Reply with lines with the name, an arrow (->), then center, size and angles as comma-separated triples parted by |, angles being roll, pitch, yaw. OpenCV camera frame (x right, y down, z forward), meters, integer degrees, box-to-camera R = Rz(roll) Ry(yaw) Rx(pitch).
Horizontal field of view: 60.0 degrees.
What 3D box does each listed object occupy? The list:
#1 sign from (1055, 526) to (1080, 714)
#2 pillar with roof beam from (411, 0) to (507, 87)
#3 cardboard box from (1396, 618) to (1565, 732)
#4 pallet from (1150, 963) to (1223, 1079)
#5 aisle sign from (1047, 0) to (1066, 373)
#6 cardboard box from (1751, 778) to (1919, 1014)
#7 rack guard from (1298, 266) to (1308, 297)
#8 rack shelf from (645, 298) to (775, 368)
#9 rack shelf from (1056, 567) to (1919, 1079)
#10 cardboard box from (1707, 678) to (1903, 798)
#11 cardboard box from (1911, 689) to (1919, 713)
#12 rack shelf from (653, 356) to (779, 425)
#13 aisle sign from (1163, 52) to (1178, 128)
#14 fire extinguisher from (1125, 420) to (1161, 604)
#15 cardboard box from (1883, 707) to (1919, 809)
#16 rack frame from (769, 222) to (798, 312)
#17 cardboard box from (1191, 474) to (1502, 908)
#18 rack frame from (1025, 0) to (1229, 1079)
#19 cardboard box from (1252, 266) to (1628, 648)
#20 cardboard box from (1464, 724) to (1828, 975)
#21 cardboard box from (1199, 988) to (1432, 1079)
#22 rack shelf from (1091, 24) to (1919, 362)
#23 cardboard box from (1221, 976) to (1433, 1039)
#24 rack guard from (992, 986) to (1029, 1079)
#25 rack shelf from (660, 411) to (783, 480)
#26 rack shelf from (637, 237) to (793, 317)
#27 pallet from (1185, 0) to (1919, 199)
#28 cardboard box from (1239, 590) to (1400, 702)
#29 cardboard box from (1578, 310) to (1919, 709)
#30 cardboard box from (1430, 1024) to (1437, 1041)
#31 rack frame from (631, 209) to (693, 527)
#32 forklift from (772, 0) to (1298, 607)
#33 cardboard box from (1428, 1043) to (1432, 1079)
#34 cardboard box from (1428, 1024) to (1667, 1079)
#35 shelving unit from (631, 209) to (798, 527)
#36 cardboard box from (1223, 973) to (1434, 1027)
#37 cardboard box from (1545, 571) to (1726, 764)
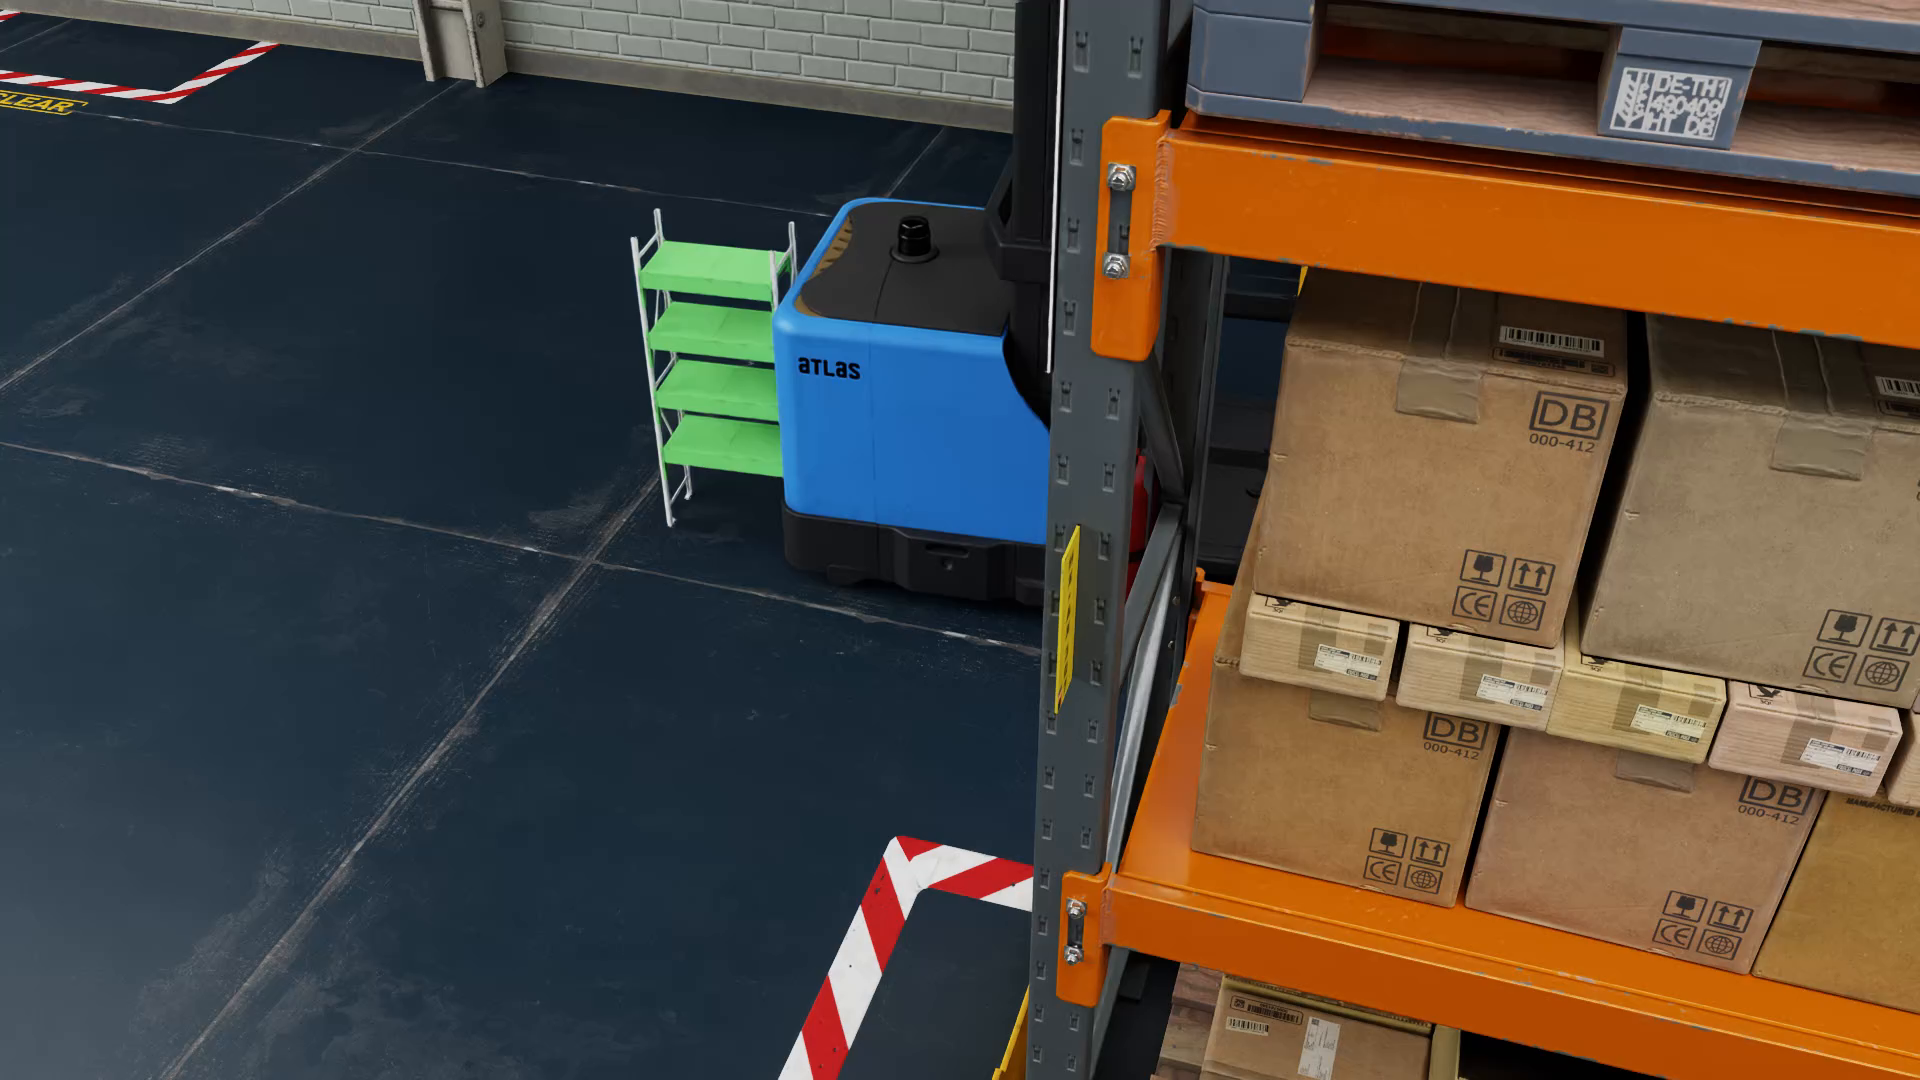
sign -> 0.176, 0.135, 2.739 | 0.005, 0.325, 0.100 | 10, 38, 14
pillar with roof beam -> -4.263, -4.008, 4.104 | 0.400, 9.000, 9.100 | 10, 38, 14
cardboard box -> 0.911, 0.137, 2.902 | 0.250, 0.149, 0.380 | 10, 37, 13
pallet -> 1.090, 1.437, 4.120 | 1.213, 0.211, 1.003 | 10, 38, 14
aisle sign -> 0.194, -0.683, 2.454 | 0.004, 0.787, 0.394 | 10, 38, 14
cardboard box -> 1.764, 0.433, 3.047 | 0.500, 0.500, 0.700 | 11, 38, 14
rack guard -> 1.894, -1.581, 7.976 | 0.348, 0.500, 1.175 | 10, 38, 14
rack shelf -> -0.840, -0.713, 5.909 | 0.480, 0.148, 0.258 | 7, 37, 10
rack shelf -> 2.257, 0.845, 3.178 | 4.000, 0.370, 1.077 | 10, 38, 14
cardboard box -> 1.389, 0.228, 2.778 | 0.250, 0.149, 0.380 | 10, 38, 13
cardboard box -> 1.825, -0.083, 2.653 | 0.500, 0.500, 0.700 | 11, 38, 14
rack shelf -> -0.840, -0.519, 6.051 | 0.480, 0.148, 0.258 | 7, 37, 10
aisle sign -> 0.372, -1.023, 2.916 | 0.004, 0.787, 0.394 | 10, 38, 14
fire extinguisher -> 0.373, -0.050, 3.853 | 0.183, 0.674, 0.296 | 10, 38, 14
cardboard box -> 1.644, 0.273, 2.716 | 0.250, 0.149, 0.380 | 9, 37, 12
rack frame -> -0.602, -0.540, 5.972 | 0.015, 1.200, 0.240 | 7, 37, 10
cardboard box -> 0.789, 0.252, 3.293 | 0.500, 0.500, 0.700 | 11, 38, 14
rack frame -> 0.348, 0.202, 3.445 | 0.127, 3.000, 1.000 | 10, 38, 14
cardboard box -> 0.840, -0.261, 2.896 | 0.500, 0.500, 0.700 | 11, 38, 14
cardboard box -> 1.292, 0.342, 3.171 | 0.500, 0.500, 0.700 | 11, 38, 15
cardboard box -> 0.793, 1.361, 3.836 | 0.500, 0.250, 0.500 | 10, 38, 14
rack shelf -> 2.257, -0.363, 2.289 | 4.000, 0.370, 1.077 | 10, 38, 14
cardboard box -> 0.948, 1.068, 4.234 | 0.500, 0.250, 0.500 | 10, 38, 14
rack guard -> 0.325, 1.205, 4.191 | 0.348, 0.500, 1.175 | 10, 38, 14
rack shelf -> -0.840, -0.326, 6.194 | 0.480, 0.148, 0.258 | 7, 37, 10
rack shelf -> -0.840, -0.906, 5.767 | 0.480, 0.148, 0.258 | 7, 37, 10
pallet -> 1.015, -0.831, 2.392 | 1.213, 0.211, 1.003 | 10, 38, 14
cardboard box -> 0.658, 0.092, 2.963 | 0.250, 0.149, 0.380 | 10, 38, 14
cardboard box -> 1.344, -0.172, 2.774 | 0.500, 0.500, 0.700 | 10, 37, 13
cardboard box -> 1.428, 1.150, 4.123 | 0.500, 0.250, 0.500 | 10, 38, 14
rack frame -> -1.078, -0.602, 6.055 | 0.015, 1.200, 0.240 | 7, 37, 10
forklift -> 0.934, -1.139, 5.325 | 3.031, 2.935, 1.130 | 7, 37, 10
cardboard box -> 1.272, 1.447, 3.718 | 0.500, 0.250, 0.500 | 10, 38, 14
cardboard box -> 1.271, 1.146, 3.495 | 0.500, 0.500, 0.500 | 10, 38, 14
shelving unit -> -0.840, -0.571, 6.014 | 0.503, 1.200, 0.258 | 7, 37, 10
cardboard box -> 0.948, 0.765, 4.013 | 0.500, 0.500, 0.500 | 10, 38, 14
cardboard box -> 1.148, 0.182, 2.841 | 0.250, 0.149, 0.380 | 11, 38, 14
